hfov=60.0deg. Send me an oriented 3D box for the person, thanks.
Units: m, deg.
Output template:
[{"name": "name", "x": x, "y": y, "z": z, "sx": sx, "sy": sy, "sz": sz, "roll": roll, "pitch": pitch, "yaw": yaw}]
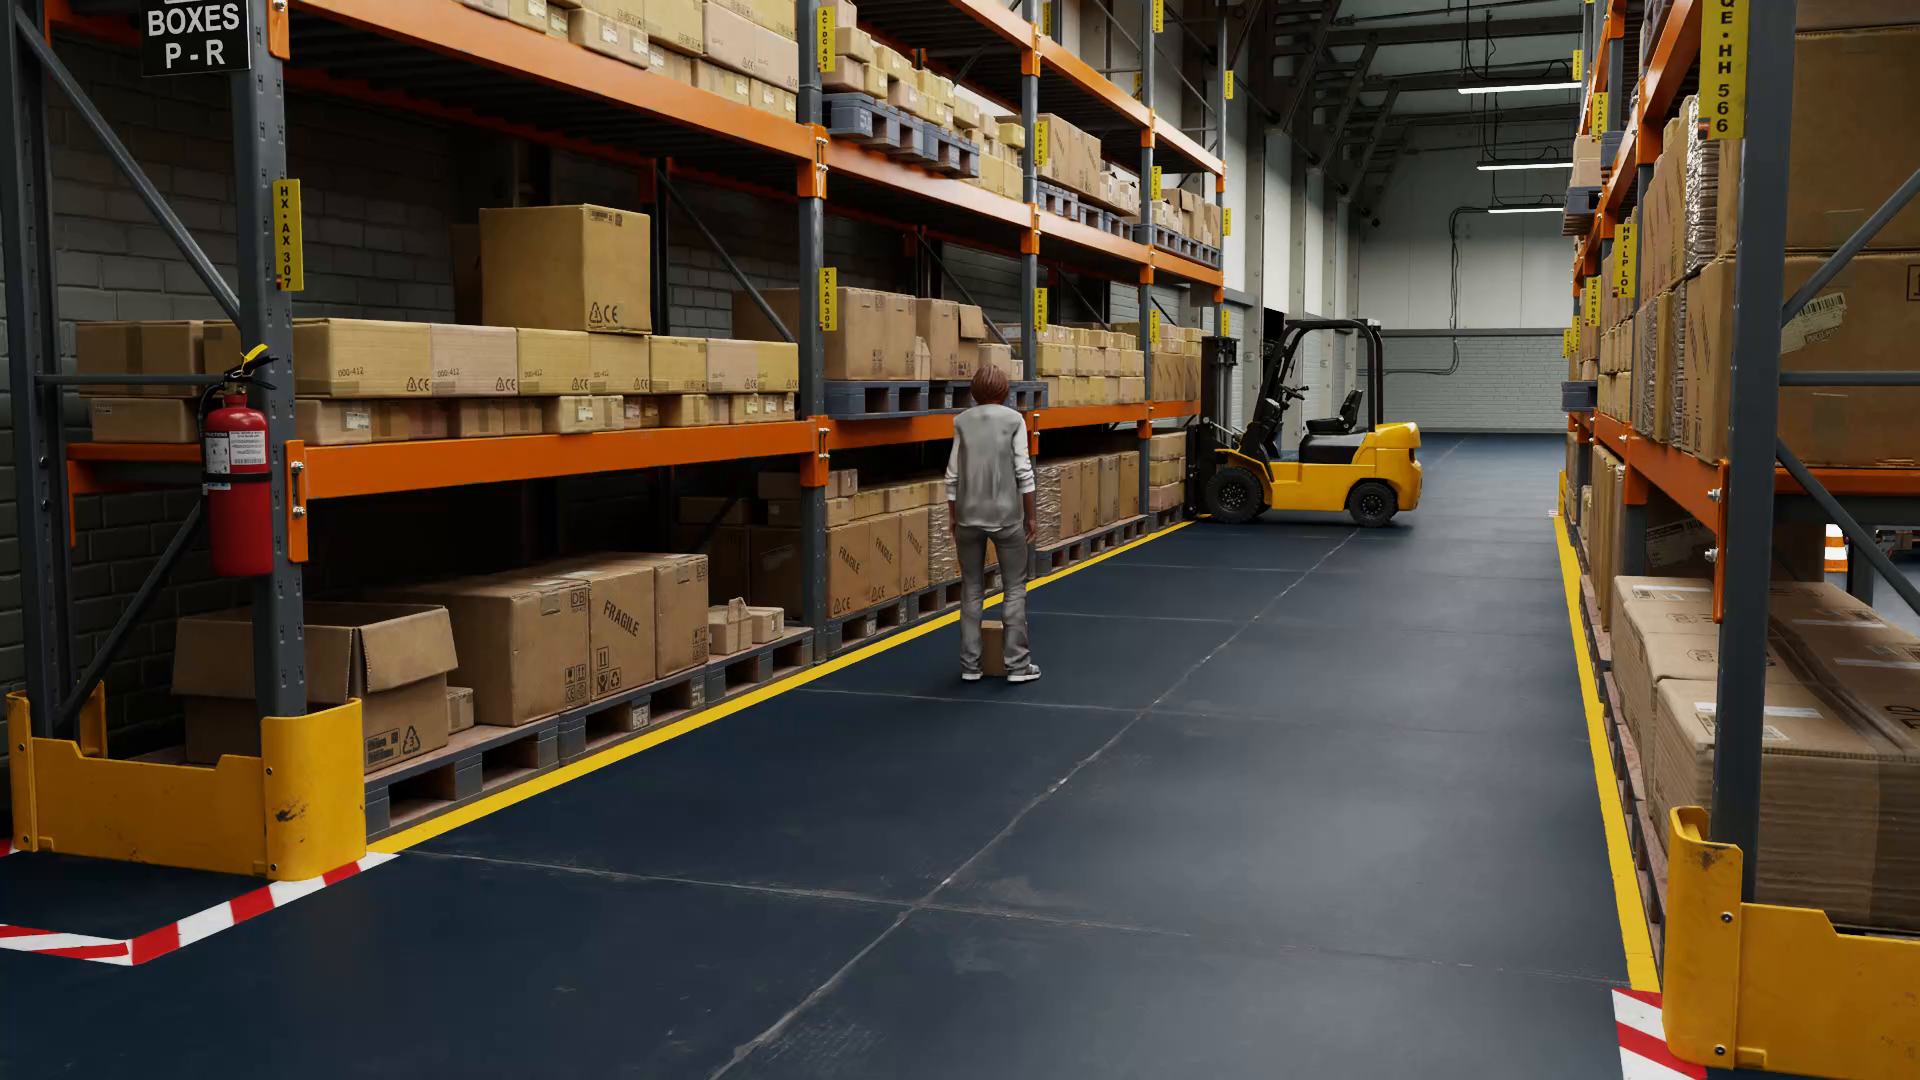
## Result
[{"name": "person", "x": 0.157, "y": -0.084, "z": 8.345, "sx": 0.467, "sy": 1.592, "sz": 0.349, "roll": 1, "pitch": 6, "yaw": 15}]
